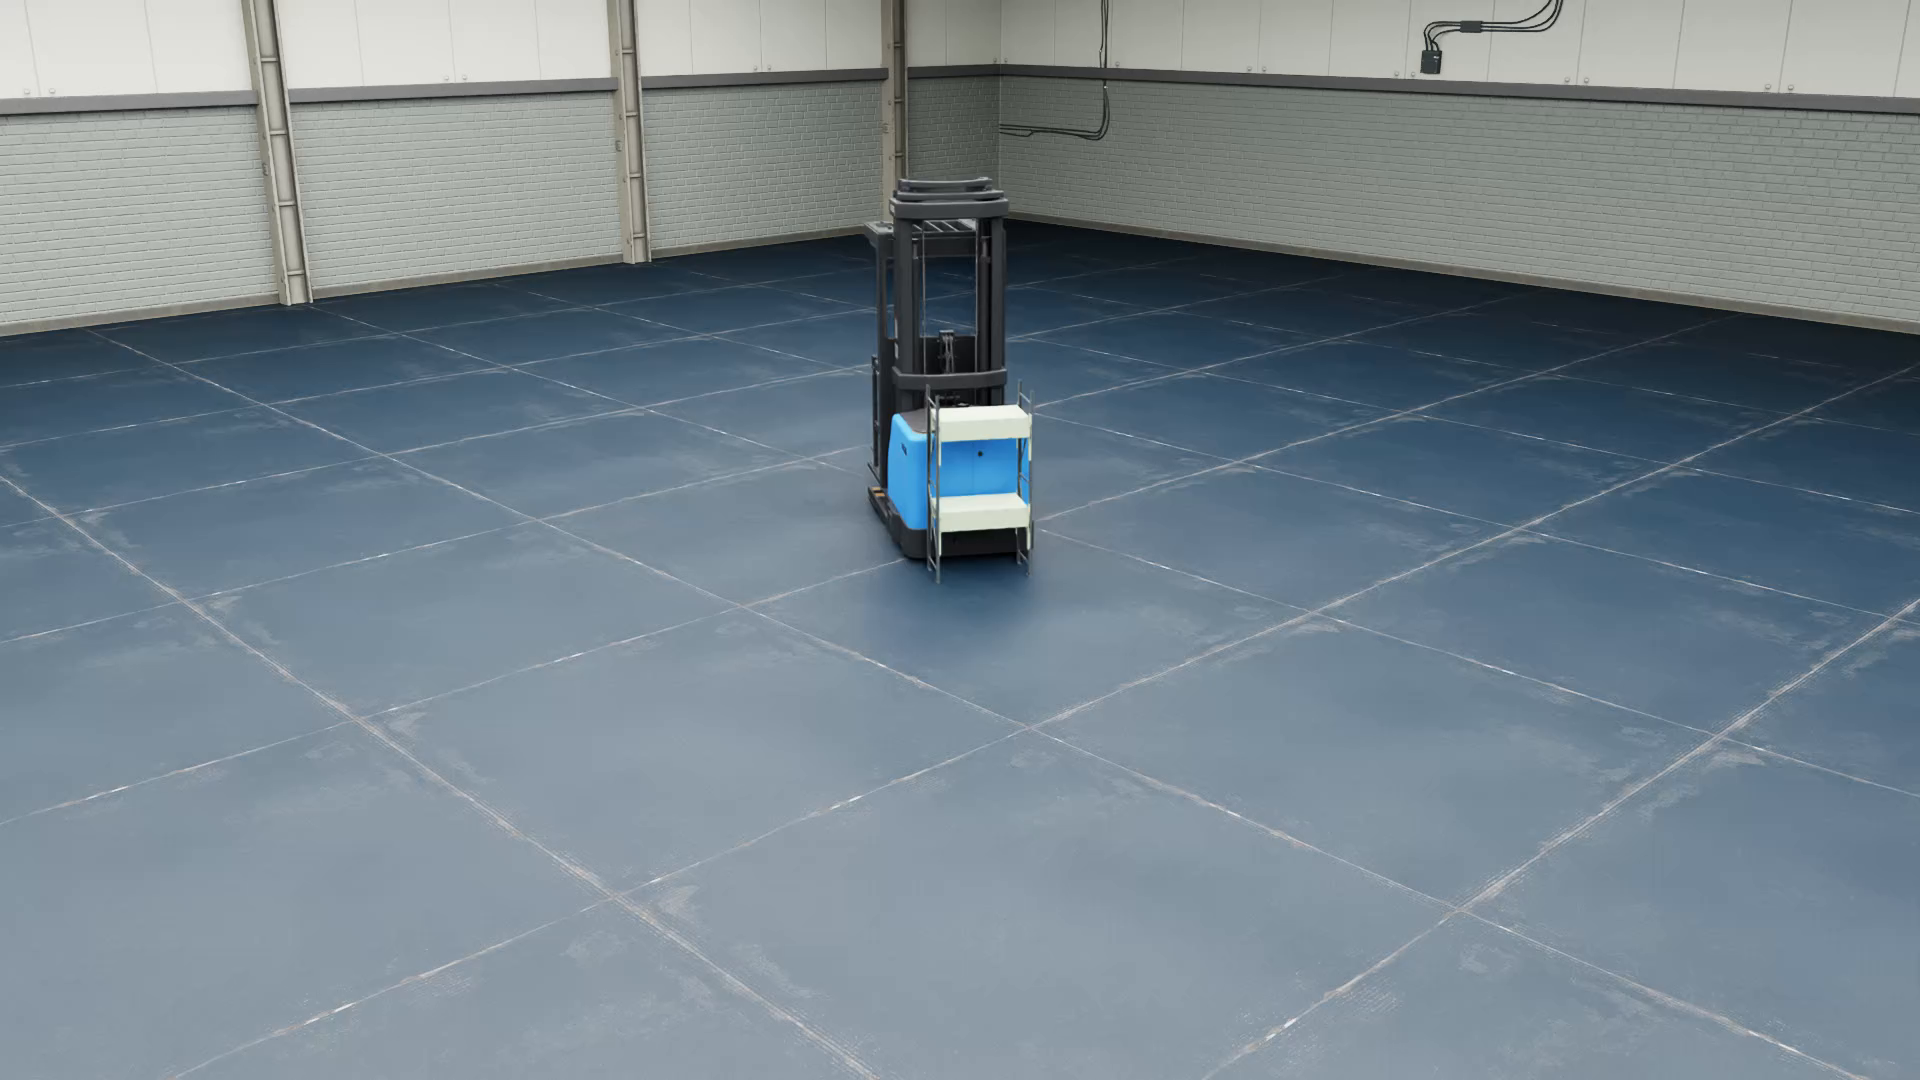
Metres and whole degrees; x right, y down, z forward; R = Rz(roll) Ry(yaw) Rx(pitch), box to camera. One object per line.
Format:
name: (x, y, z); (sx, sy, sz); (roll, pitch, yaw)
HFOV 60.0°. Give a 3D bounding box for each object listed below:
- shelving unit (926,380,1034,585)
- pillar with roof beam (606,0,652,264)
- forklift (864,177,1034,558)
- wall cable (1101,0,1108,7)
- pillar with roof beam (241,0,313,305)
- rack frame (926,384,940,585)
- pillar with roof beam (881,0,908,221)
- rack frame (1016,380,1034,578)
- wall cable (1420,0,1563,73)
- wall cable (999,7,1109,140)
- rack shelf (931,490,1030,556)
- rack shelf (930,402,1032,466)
shelving unit: (0.150, -0.451, 12.944); (0.755, 1.500, 0.431); (-4, 18, -11)
pillar with roof beam: (-2.656, -8.156, 24.549); (0.400, 9.000, 9.100); (-16, 24, -41)
forklift: (-0.209, -1.663, 14.363); (1.130, 2.935, 3.031); (-4, 18, -11)
wall cable: (3.654, -11.039, 30.287); (0.112, 2.526, 3.097); (-16, 24, -41)
pillar with roof beam: (-7.016, -6.884, 20.628); (0.400, 9.000, 9.100); (-16, 24, -41)
rack frame: (-0.207, -0.427, 12.871); (0.023, 1.500, 0.400); (-4, 18, -11)
pillar with roof beam: (1.704, -9.427, 28.470); (0.400, 9.000, 9.100); (-16, 24, -41)
rack frame: (0.508, -0.474, 13.016); (0.023, 1.500, 0.400); (-4, 18, -11)
wall cable: (8.306, -10.207, 25.360); (0.169, 6.003, 2.305); (-16, 24, -41)
wall cable: (1.795, -9.243, 32.936); (0.112, 2.526, 3.097); (-16, 24, -41)
rack shelf: (0.150, -0.141, 13.044); (0.720, 0.370, 0.431); (-4, 18, -11)
rack shelf: (0.150, -0.822, 12.823); (0.720, 0.370, 0.431); (-4, 18, -11)
